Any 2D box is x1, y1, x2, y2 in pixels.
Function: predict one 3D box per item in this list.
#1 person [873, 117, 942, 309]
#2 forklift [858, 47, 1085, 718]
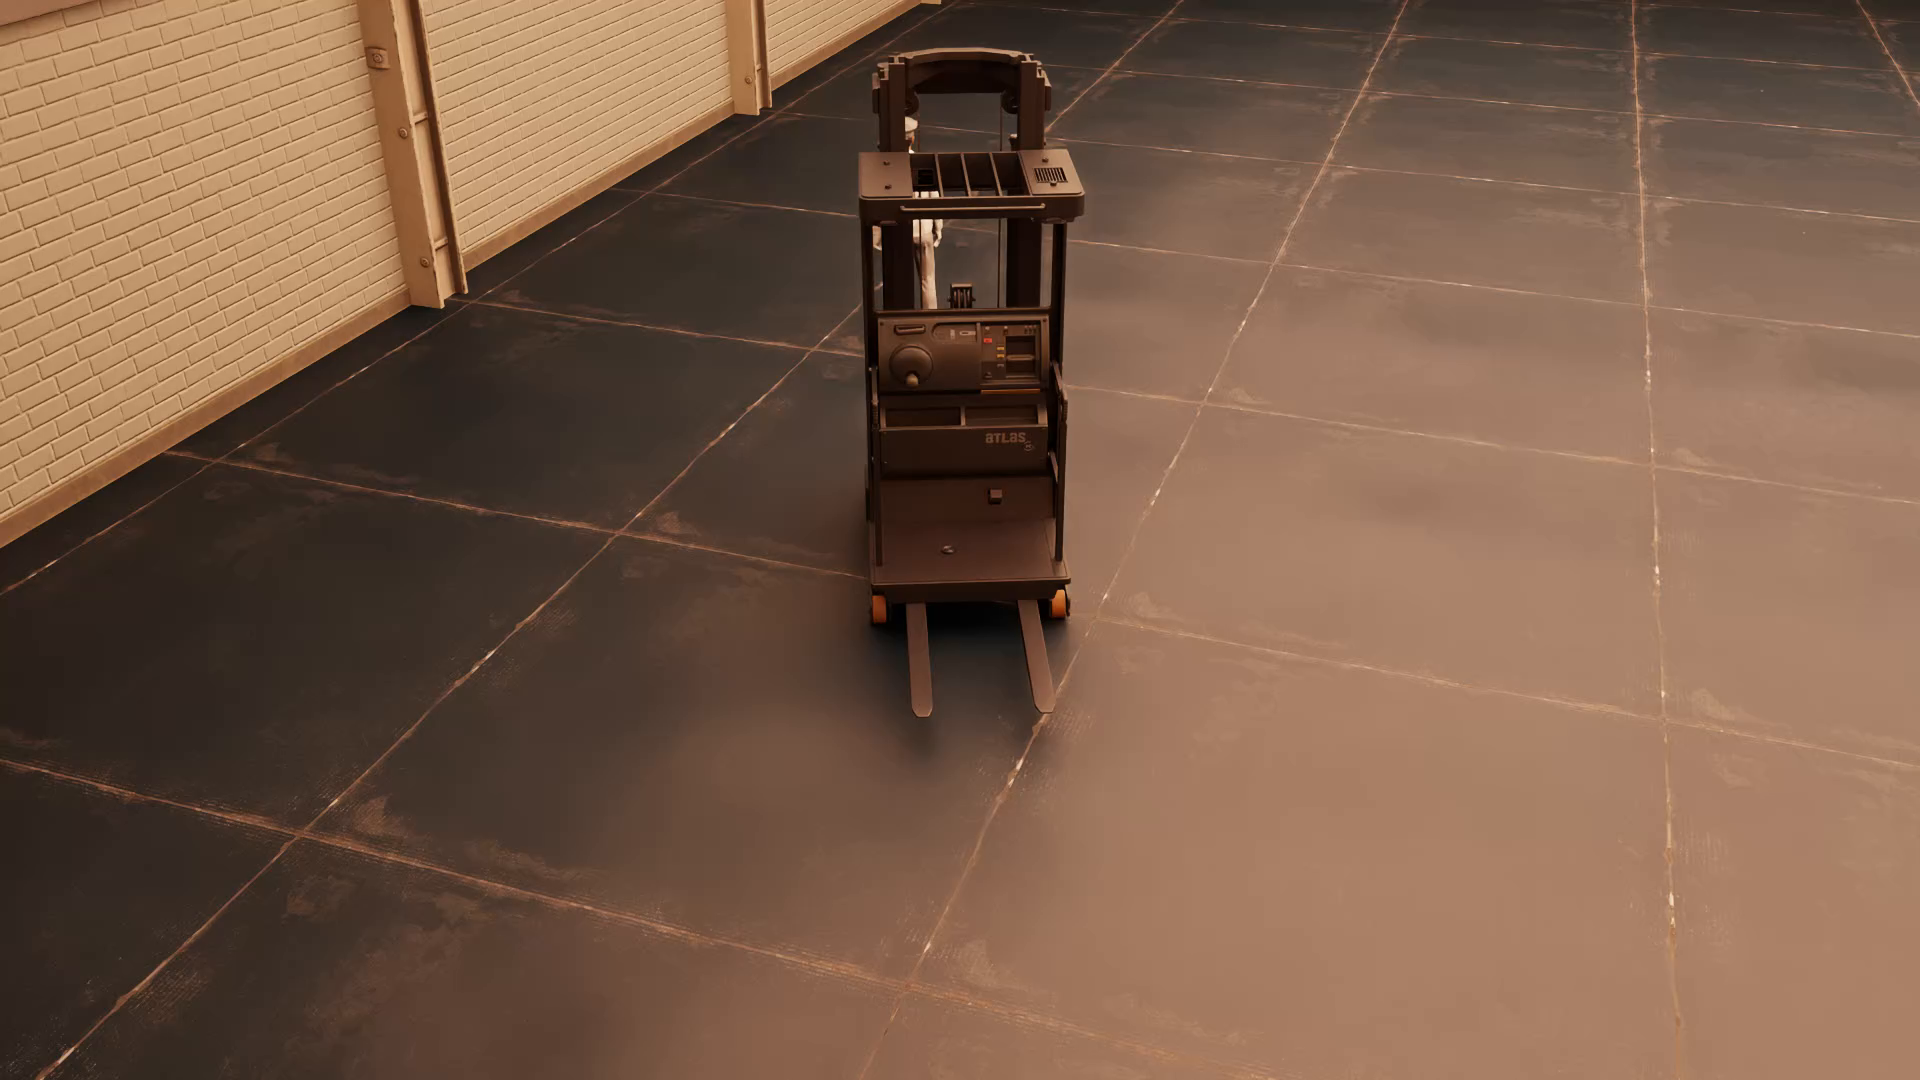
[{"bbox_3d":[-0.395,-2.310,12.473,0.542,1.662,0.375,-4,30,-8],"label":"person"},{"bbox_3d":[0.035,-0.972,8.842,1.130,2.935,3.031,-2,30,-3],"label":"forklift"}]
